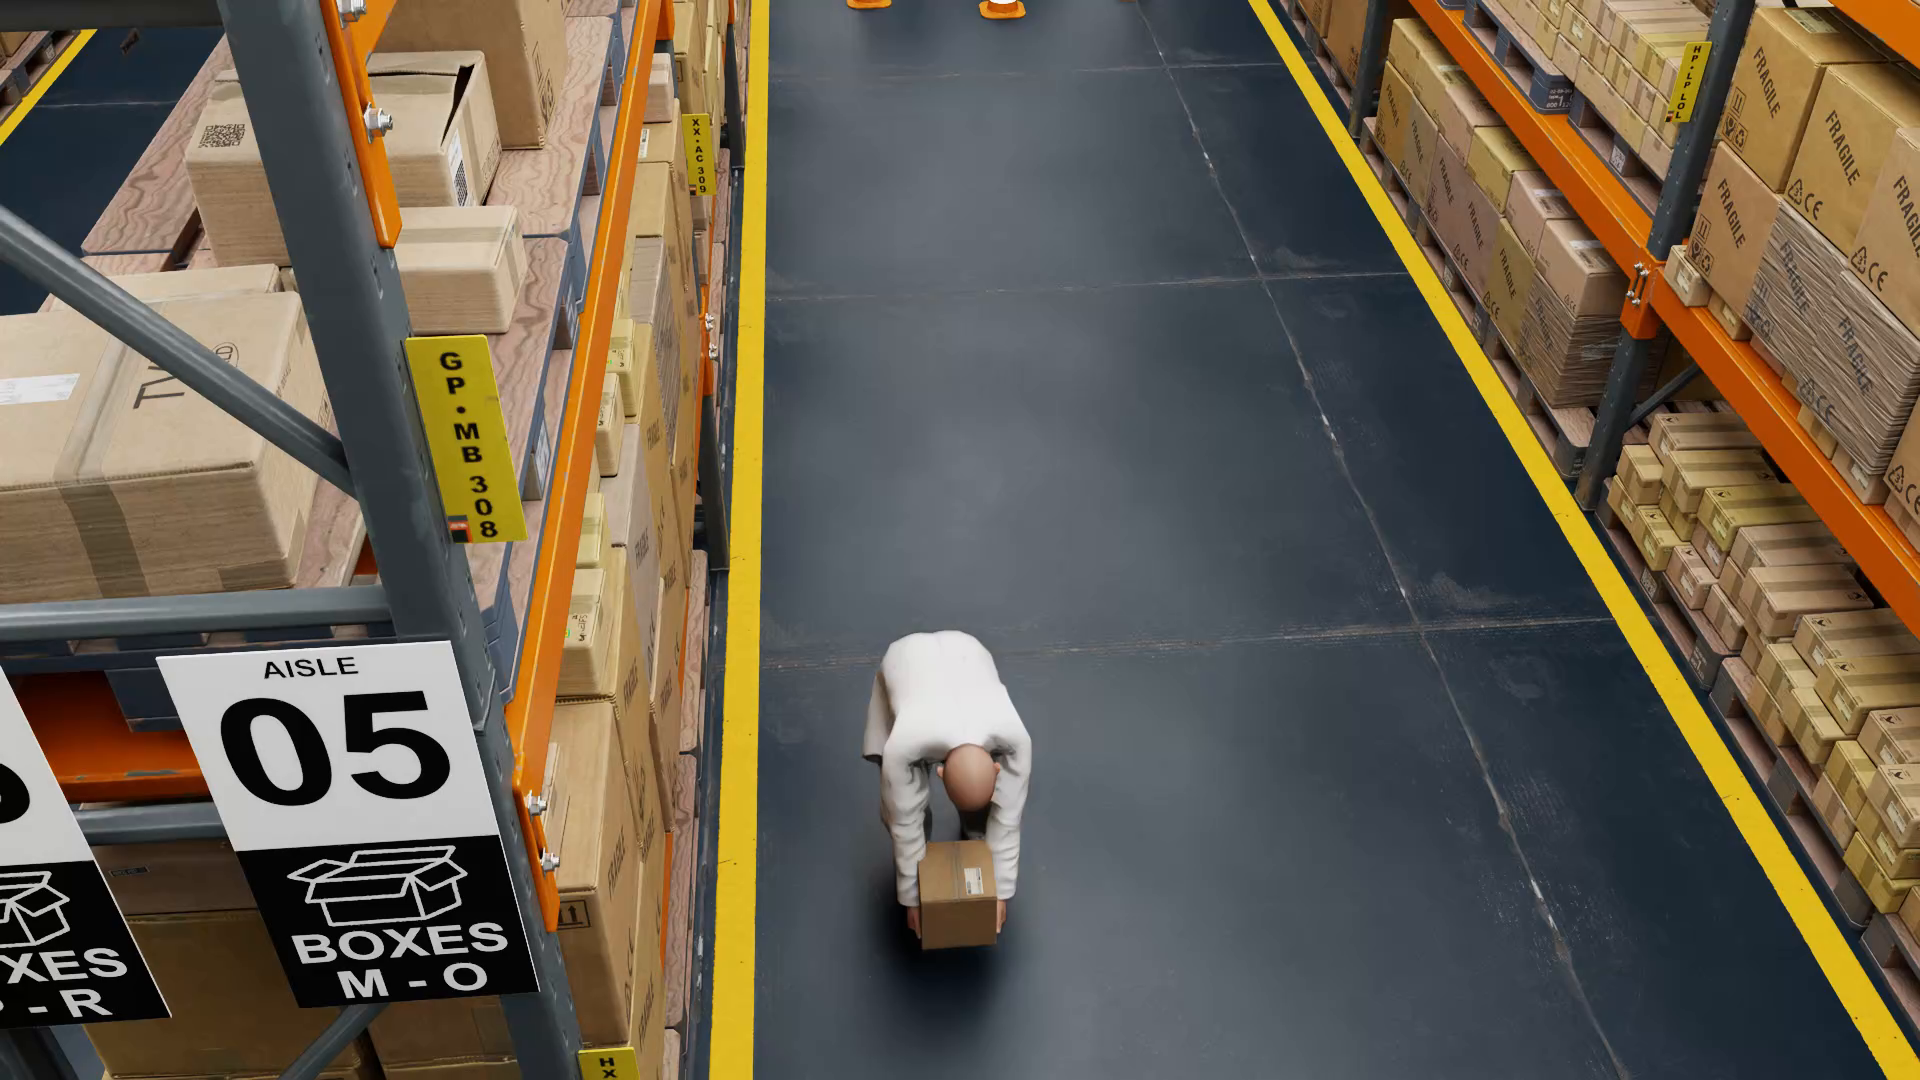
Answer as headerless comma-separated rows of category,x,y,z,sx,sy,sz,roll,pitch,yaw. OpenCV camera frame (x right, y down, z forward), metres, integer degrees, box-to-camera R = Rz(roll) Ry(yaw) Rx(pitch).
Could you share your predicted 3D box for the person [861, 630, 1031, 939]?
person,-0.037,0.839,5.741,0.591,0.996,0.936,-5,39,-6
